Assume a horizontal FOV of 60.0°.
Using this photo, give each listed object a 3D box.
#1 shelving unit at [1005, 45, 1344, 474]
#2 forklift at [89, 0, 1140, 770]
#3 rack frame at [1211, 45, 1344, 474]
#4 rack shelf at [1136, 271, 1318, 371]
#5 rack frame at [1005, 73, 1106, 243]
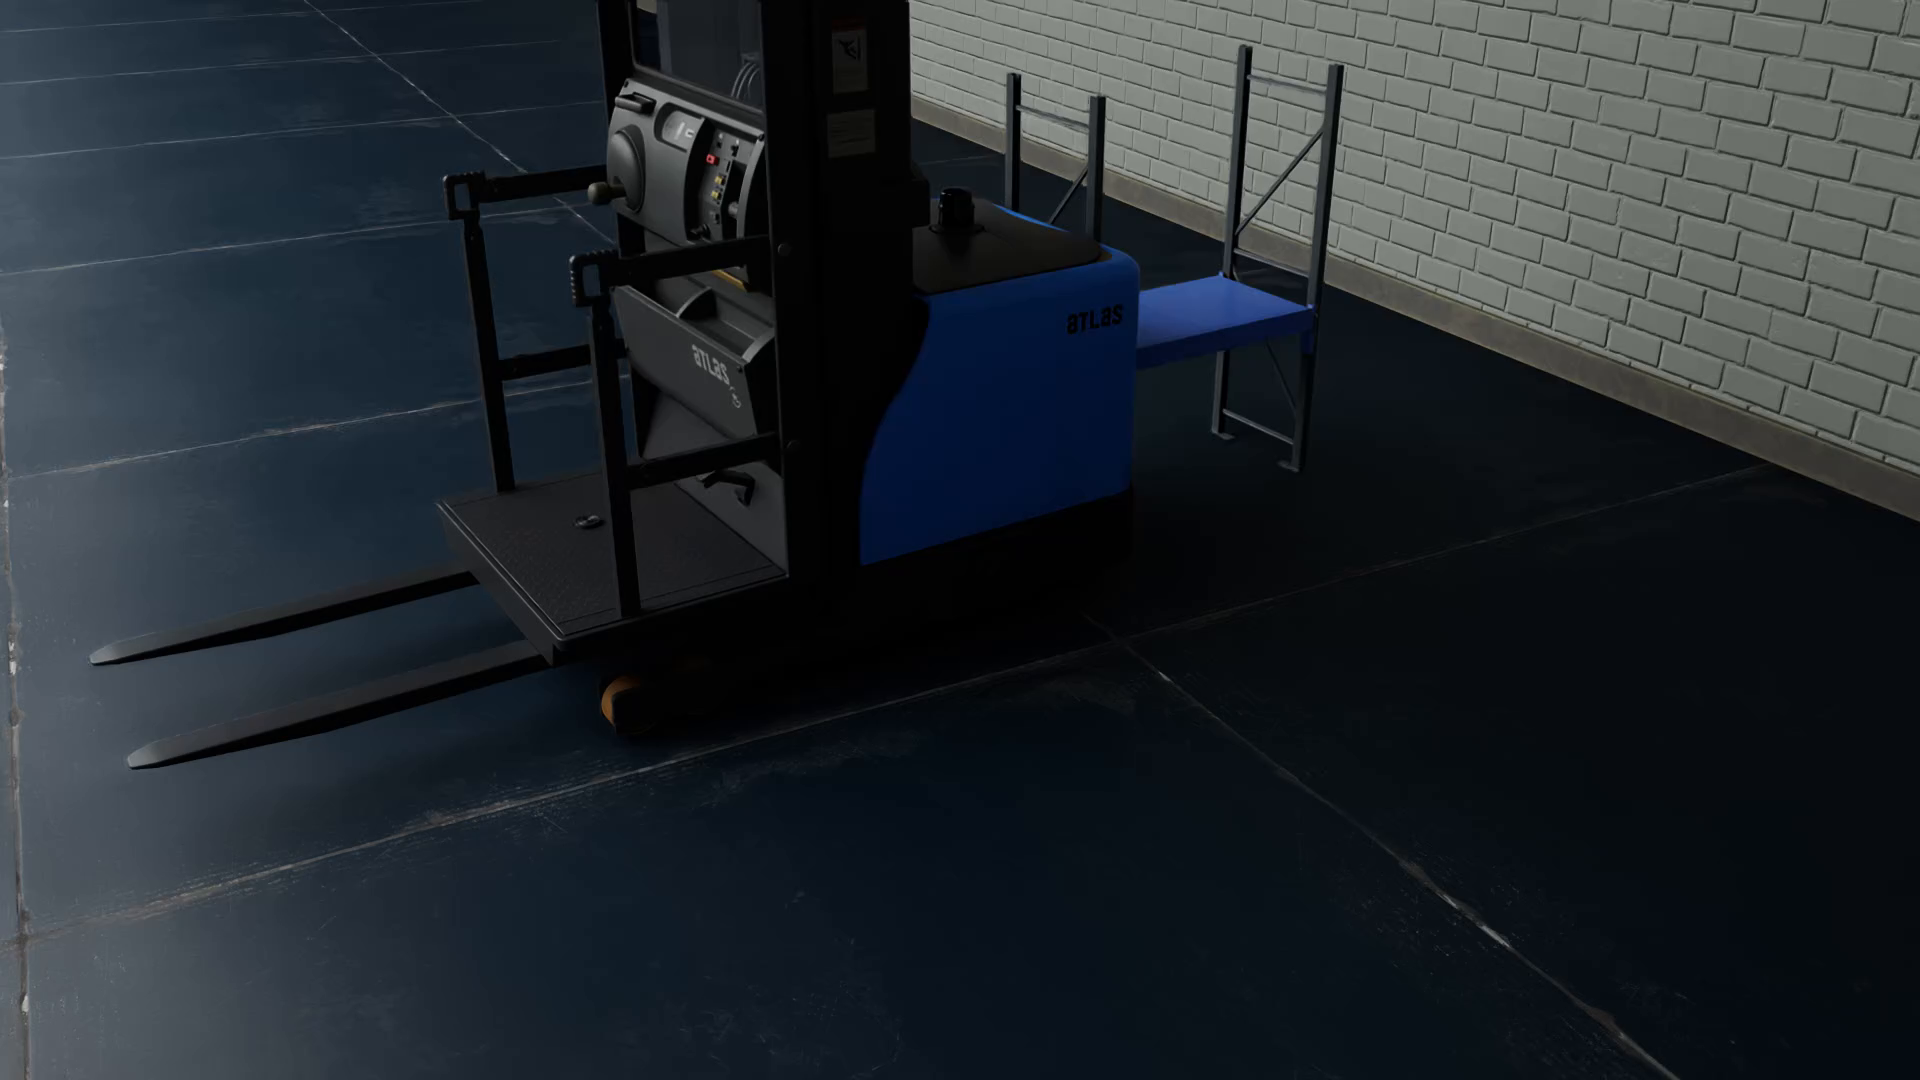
[{"bbox_3d":[0.728,-0.900,5.892,1.048,1.500,0.538,-16,30,-30],"label":"shelving unit"},{"bbox_3d":[-0.946,-1.040,4.530,3.031,2.935,1.130,-16,30,-30],"label":"forklift"},{"bbox_3d":[1.154,-1.021,6.143,0.032,1.500,0.500,-16,30,-30],"label":"rack frame"},{"bbox_3d":[0.728,-0.738,5.970,1.000,0.185,0.538,-16,30,-30],"label":"rack shelf"},{"bbox_3d":[0.303,-0.780,5.641,0.032,1.500,0.500,-16,30,-30],"label":"rack frame"}]
